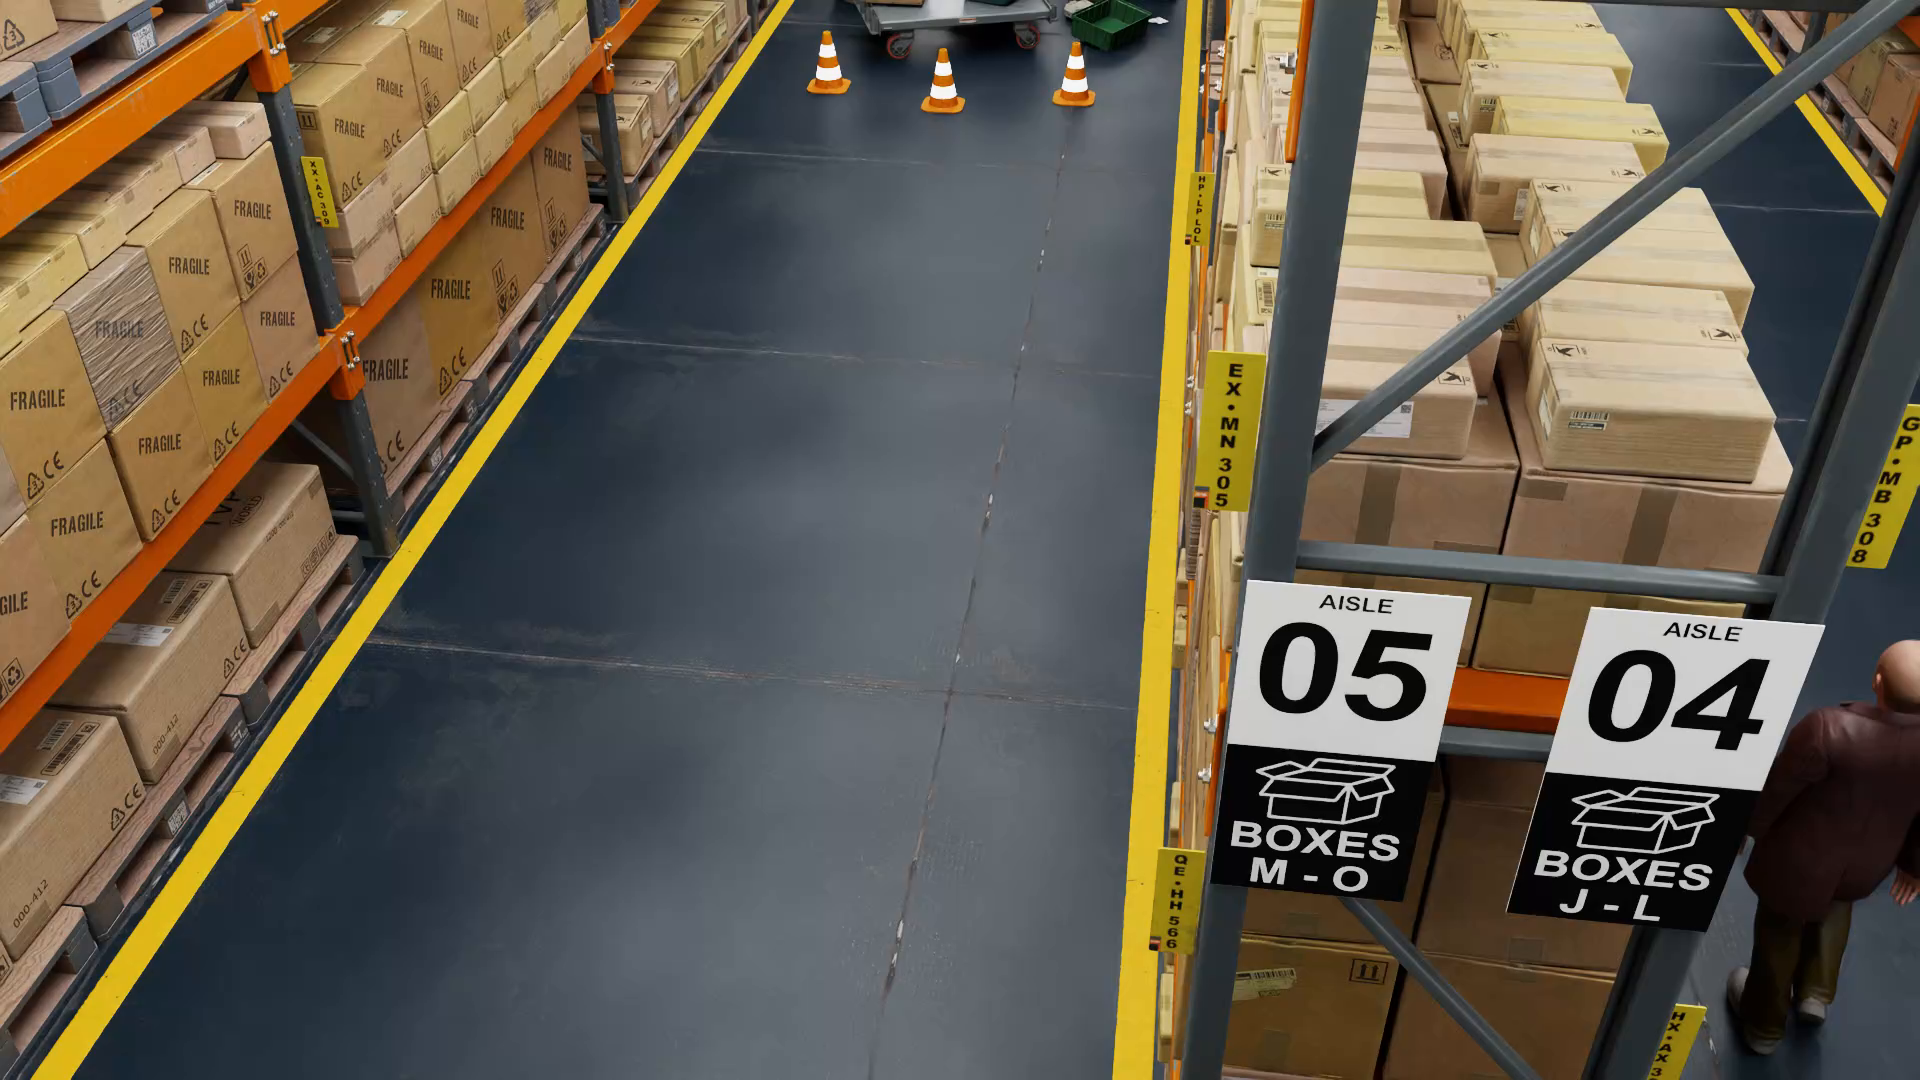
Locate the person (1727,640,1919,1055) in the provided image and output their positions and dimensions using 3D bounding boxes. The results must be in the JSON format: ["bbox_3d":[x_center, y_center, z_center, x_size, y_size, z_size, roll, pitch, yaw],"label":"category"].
[{"bbox_3d":[2.931,1.010,5.622,0.610,1.803,0.479,5,36,7],"label":"person"}]
